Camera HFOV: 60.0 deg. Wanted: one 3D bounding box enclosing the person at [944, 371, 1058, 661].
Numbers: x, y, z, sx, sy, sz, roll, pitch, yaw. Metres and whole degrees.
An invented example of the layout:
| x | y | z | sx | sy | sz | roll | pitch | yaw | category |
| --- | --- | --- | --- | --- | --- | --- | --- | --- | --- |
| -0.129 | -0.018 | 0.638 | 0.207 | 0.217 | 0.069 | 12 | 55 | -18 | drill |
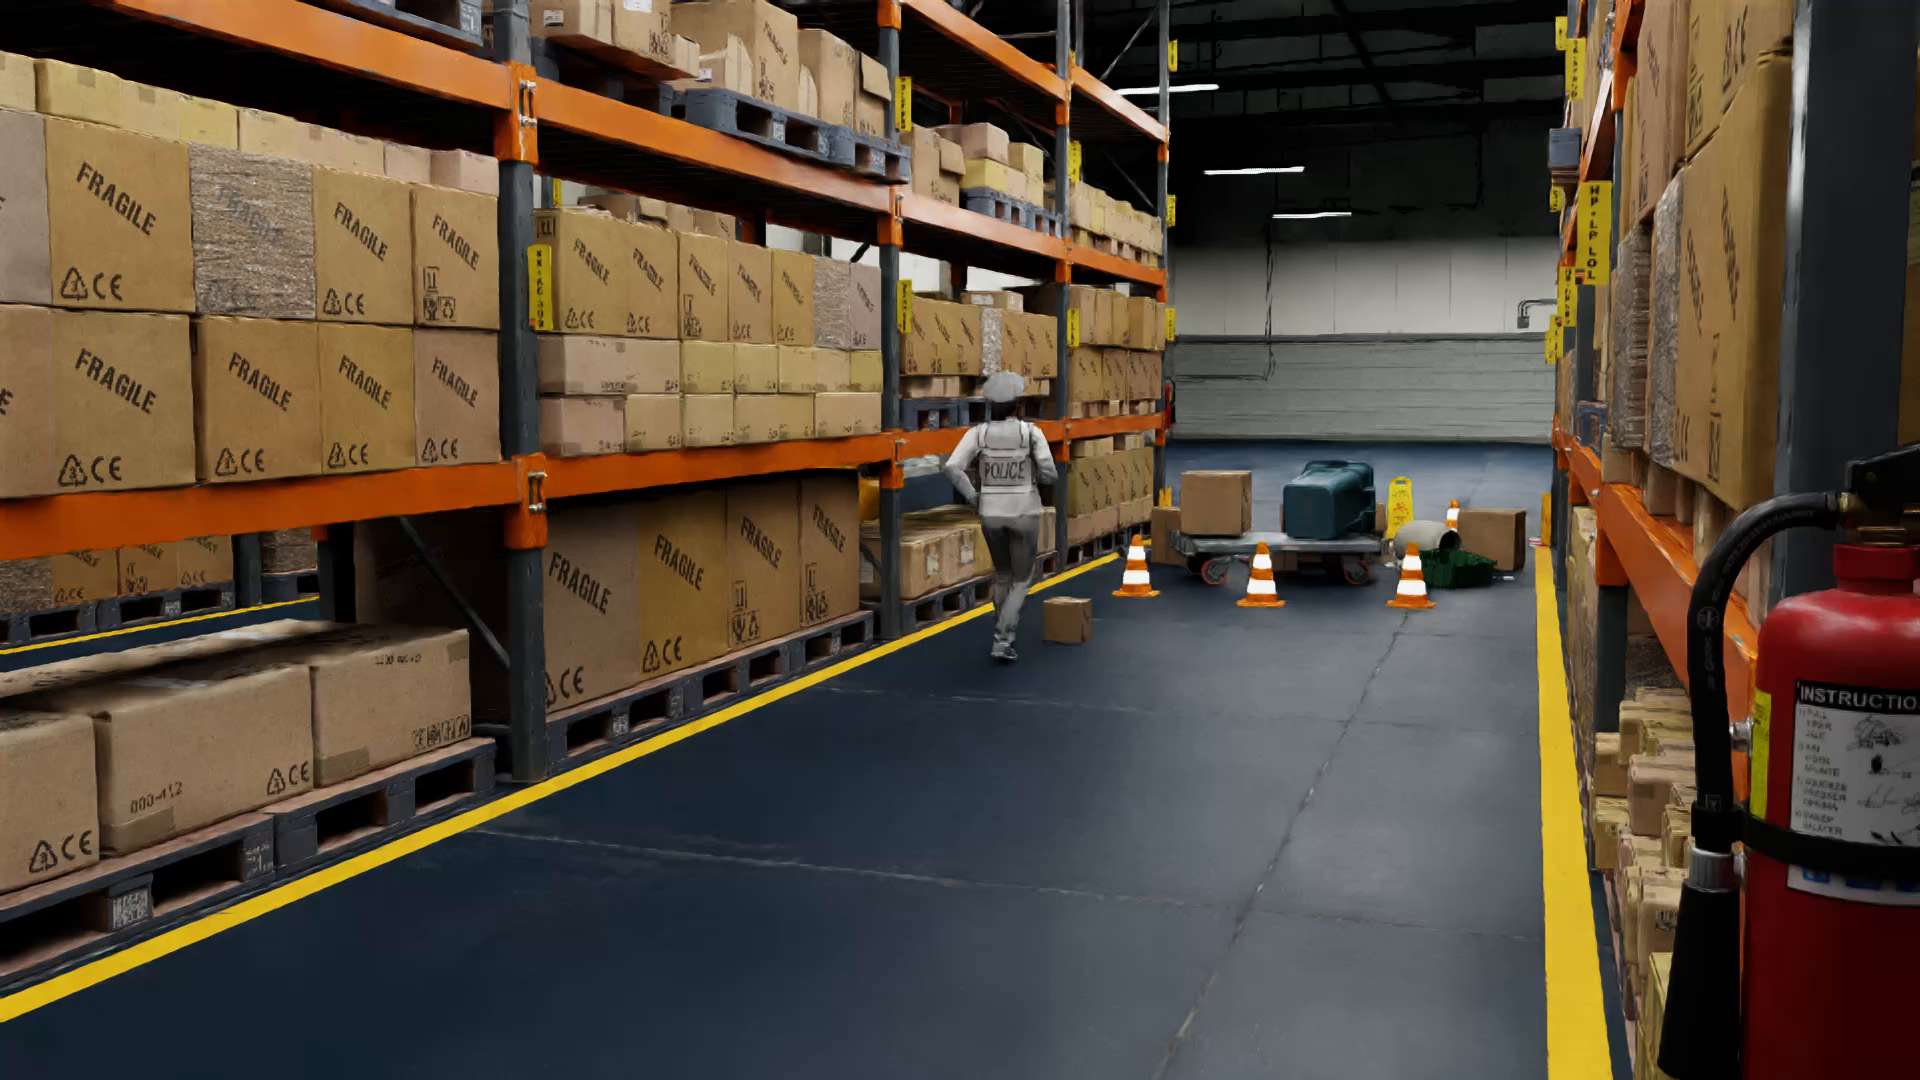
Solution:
| x | y | z | sx | sy | sz | roll | pitch | yaw | category |
| --- | --- | --- | --- | --- | --- | --- | --- | --- | --- |
| 0.283 | -0.112 | 9.598 | 0.593 | 1.718 | 0.618 | 2 | 6 | 21 | person |
